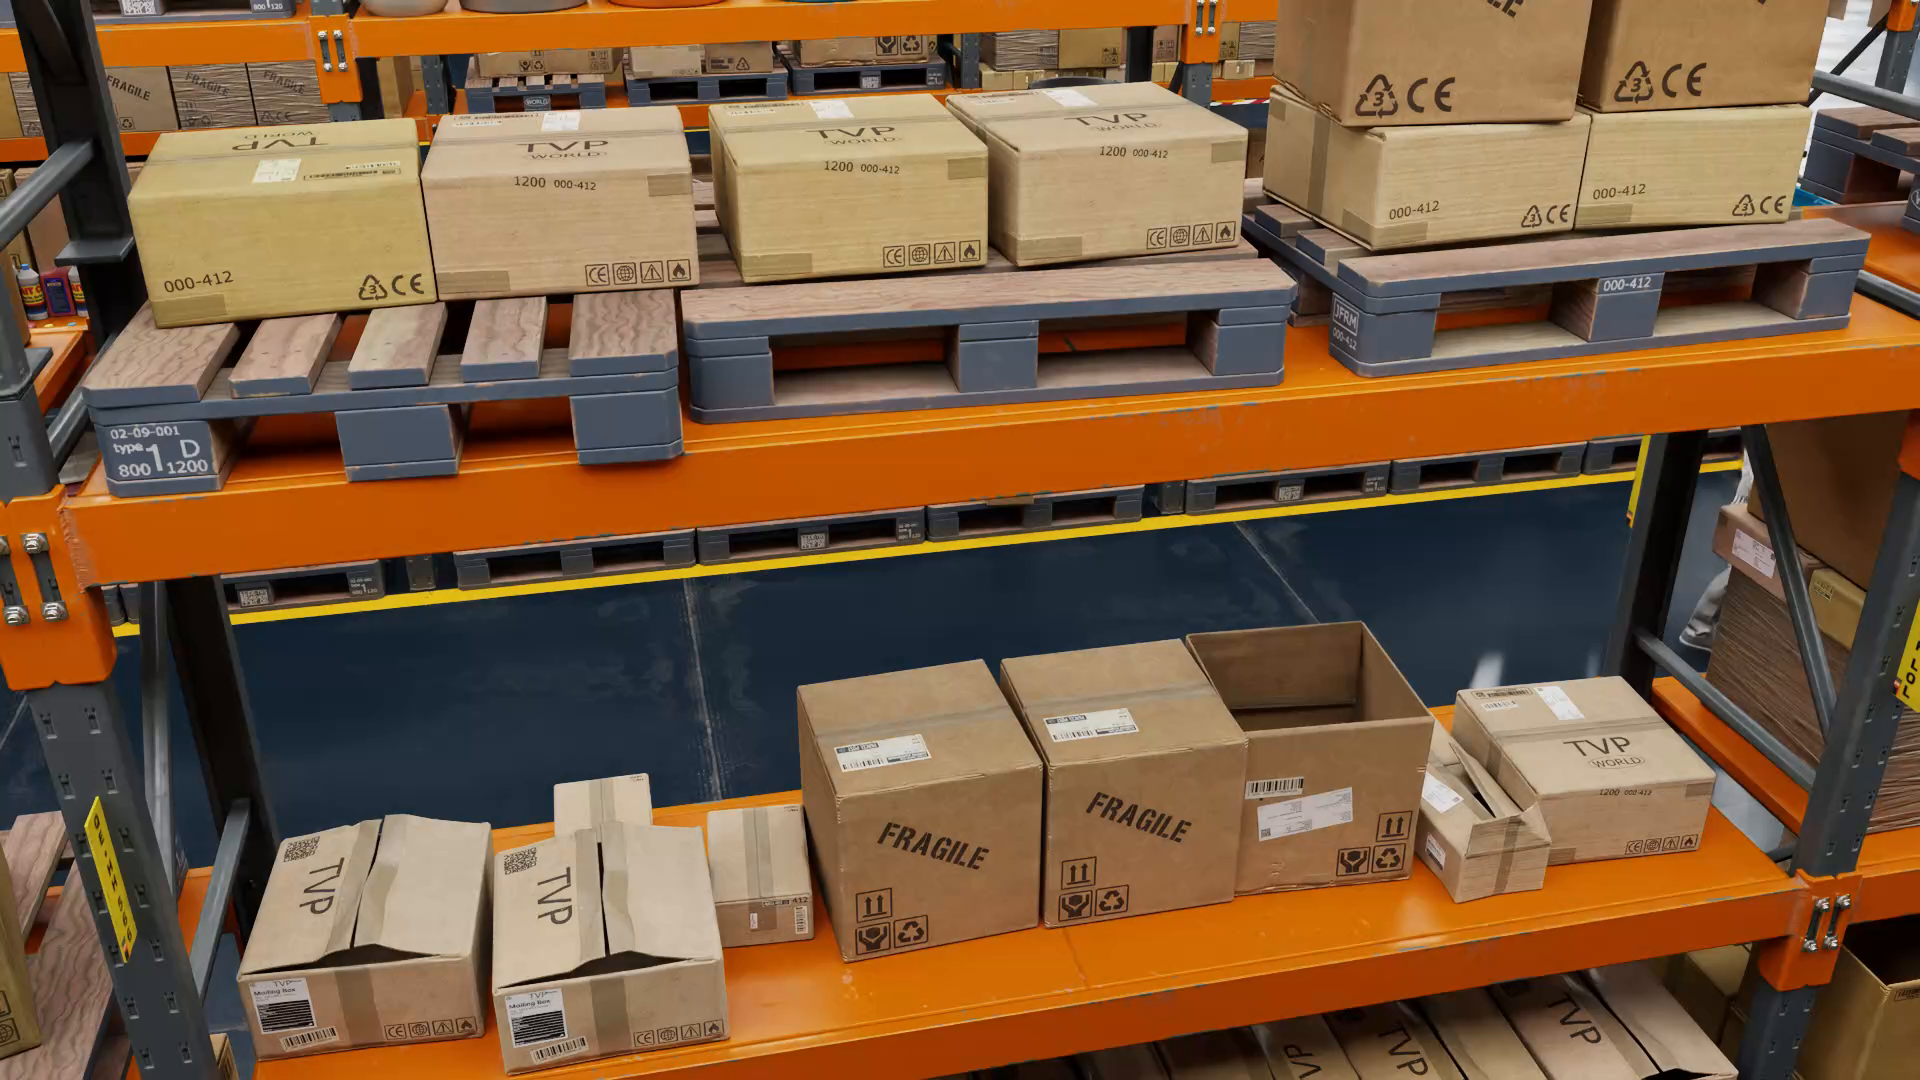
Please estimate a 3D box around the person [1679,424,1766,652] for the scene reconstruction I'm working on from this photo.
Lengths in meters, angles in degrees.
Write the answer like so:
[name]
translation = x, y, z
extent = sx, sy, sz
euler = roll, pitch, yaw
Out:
[person]
translation = 3.812, -0.205, 7.478
extent = 0.822, 1.686, 0.483
euler = 4, 27, 7
